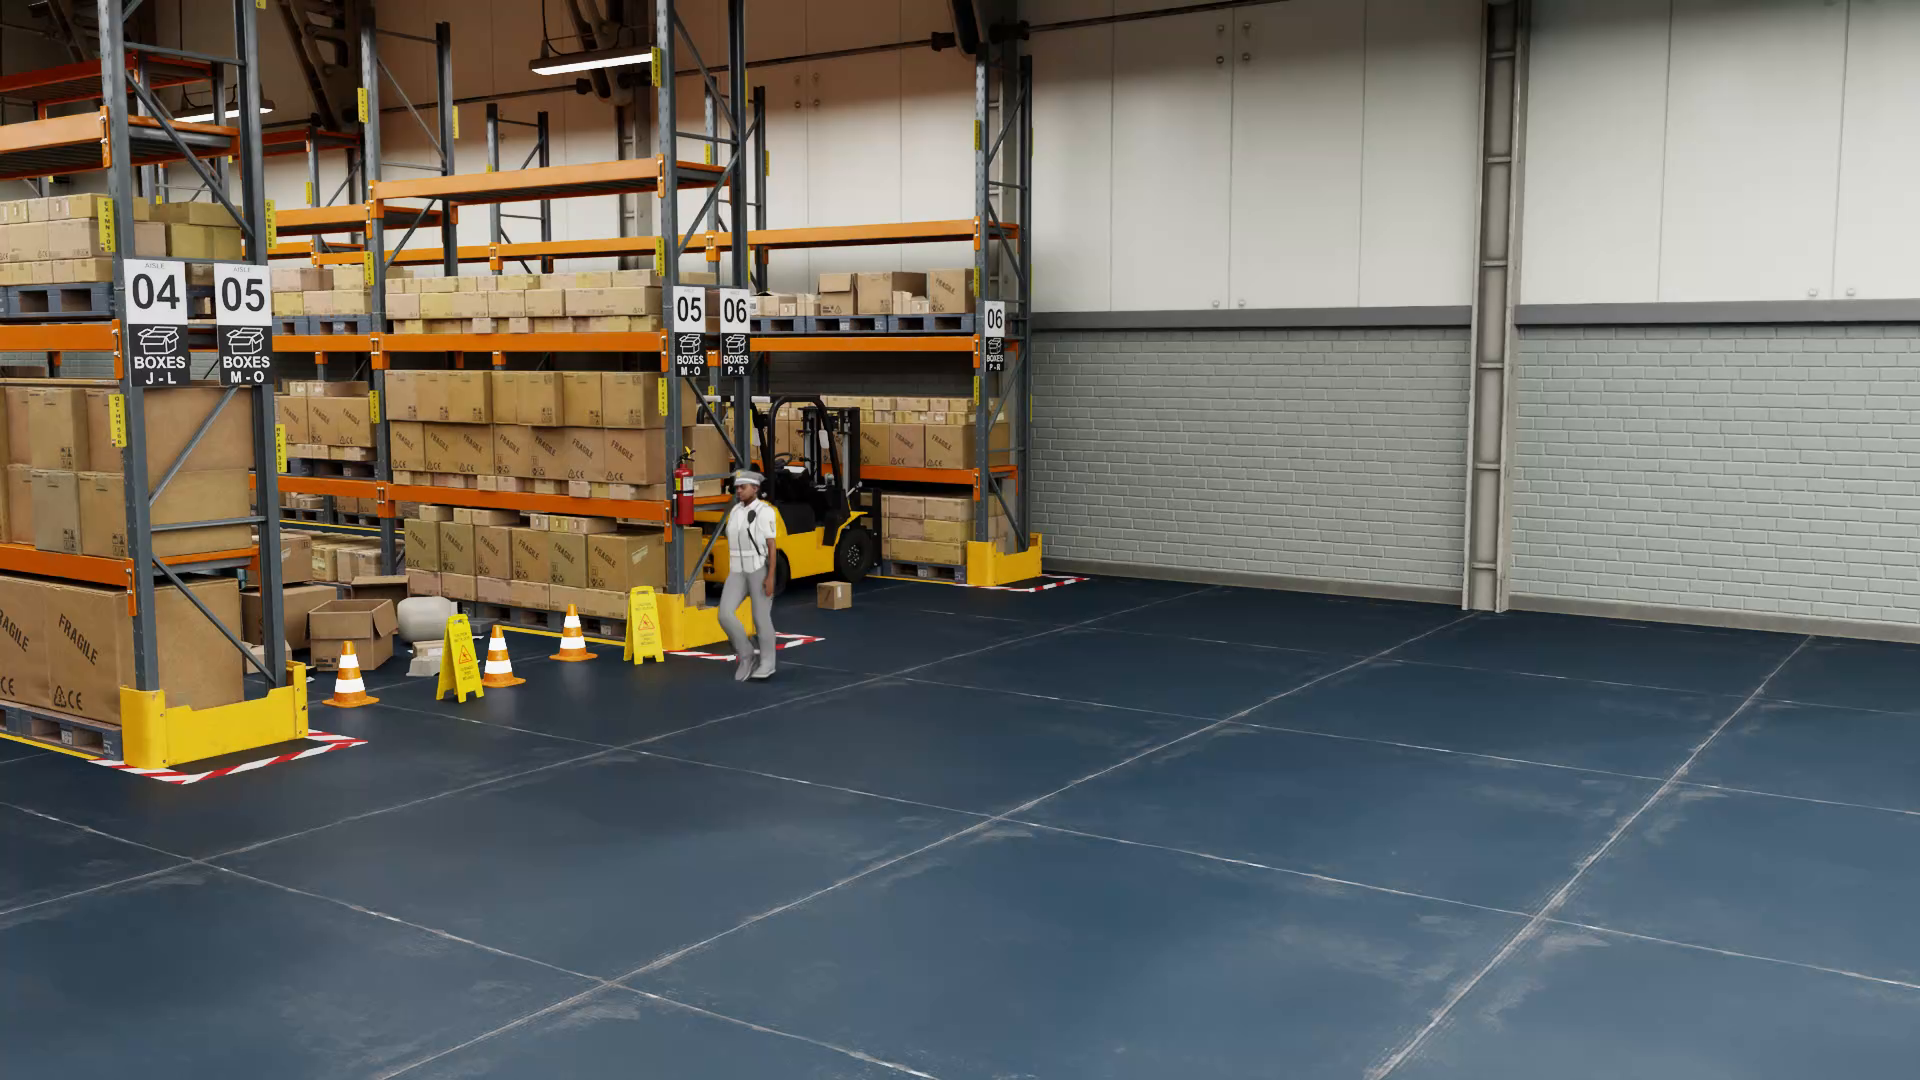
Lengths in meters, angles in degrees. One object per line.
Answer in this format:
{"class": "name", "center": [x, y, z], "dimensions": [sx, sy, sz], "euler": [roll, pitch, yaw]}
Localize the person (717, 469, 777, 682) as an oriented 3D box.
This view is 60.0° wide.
{"class": "person", "center": [-1.678, 0.297, 13.274], "dimensions": [0.499, 1.723, 0.467], "euler": [3, 7, 27]}
